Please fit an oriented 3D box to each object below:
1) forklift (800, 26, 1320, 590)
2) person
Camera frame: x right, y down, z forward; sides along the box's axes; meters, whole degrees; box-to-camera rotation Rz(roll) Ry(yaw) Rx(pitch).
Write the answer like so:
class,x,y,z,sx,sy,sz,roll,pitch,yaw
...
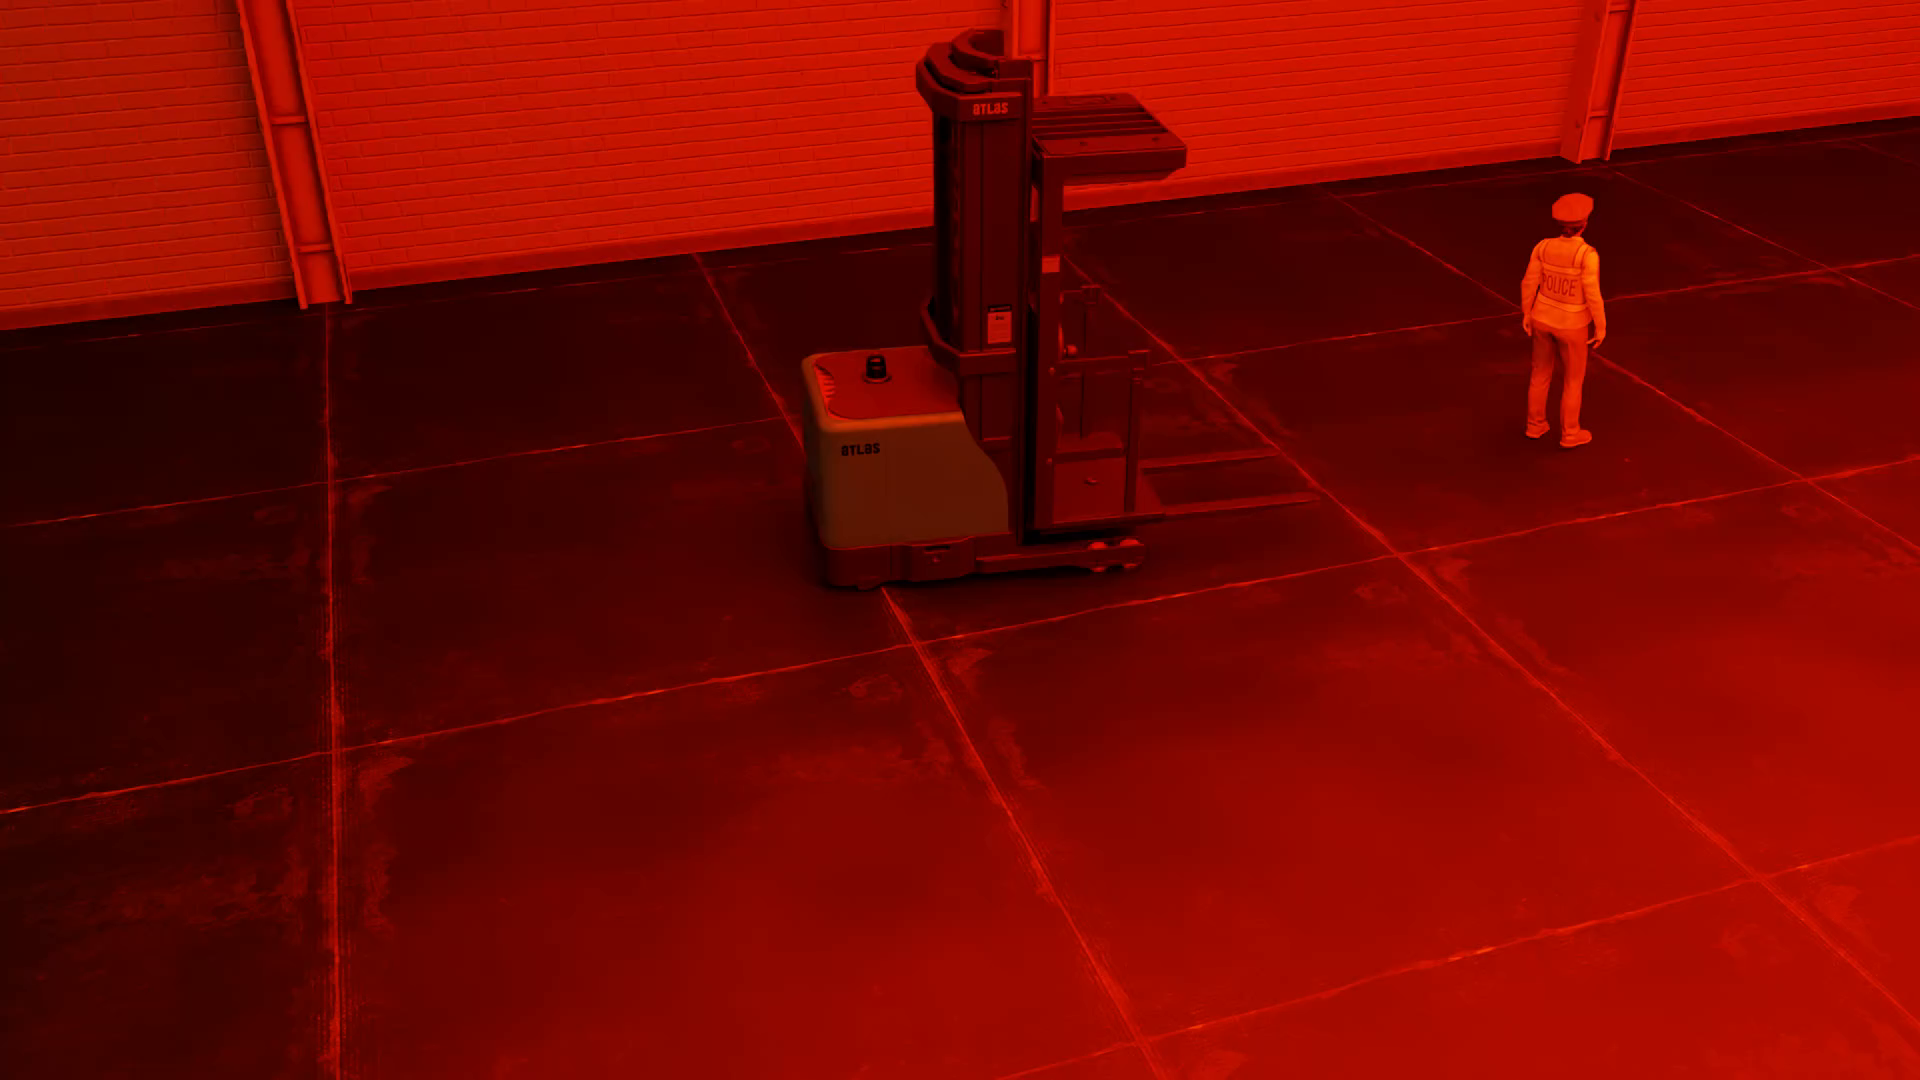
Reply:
class,x,y,z,sx,sy,sz,roll,pitch,yaw
forklift,0.620,-1.342,9.420,3.031,2.935,1.130,-6,30,-10
person,3.928,-1.421,10.806,0.479,1.708,0.572,-25,38,-37
